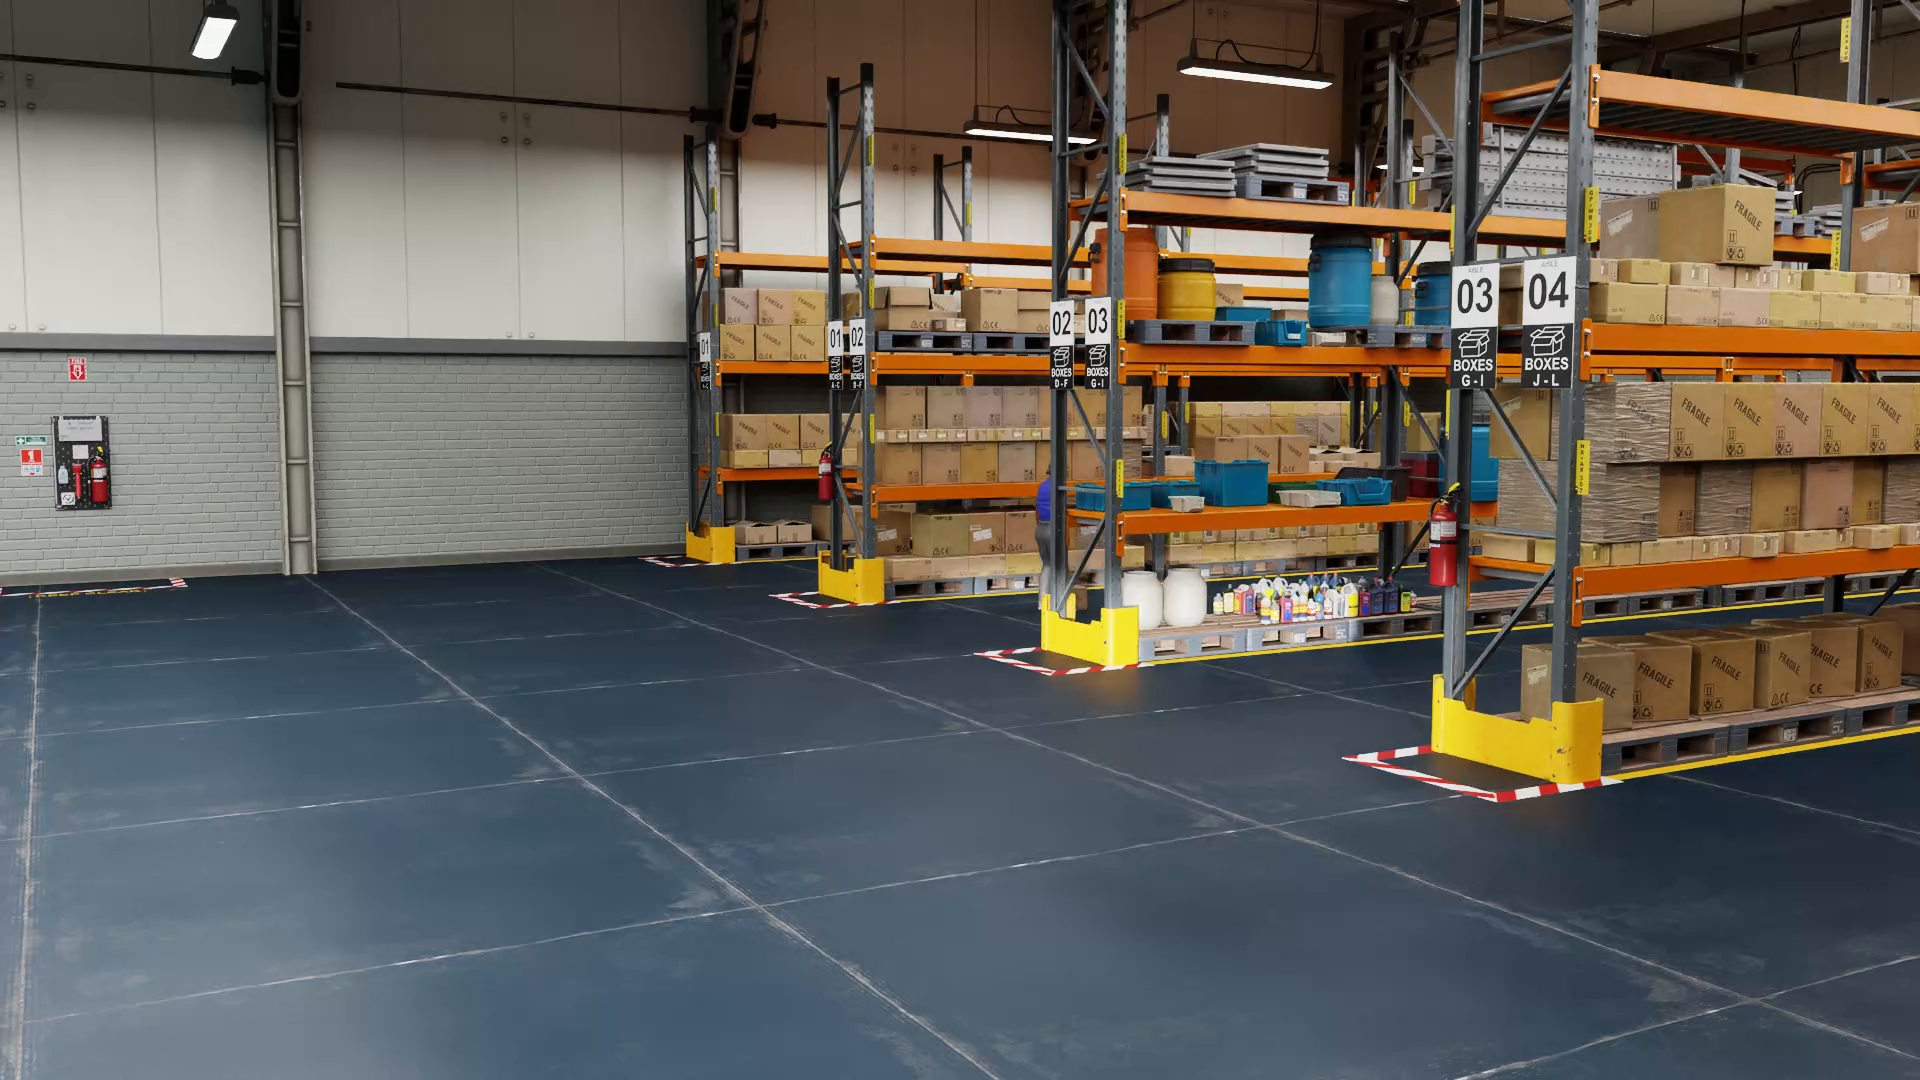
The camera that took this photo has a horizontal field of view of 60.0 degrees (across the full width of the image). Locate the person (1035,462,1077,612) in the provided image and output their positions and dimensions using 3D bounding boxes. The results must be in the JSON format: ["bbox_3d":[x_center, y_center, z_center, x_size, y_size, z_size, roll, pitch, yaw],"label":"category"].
[{"bbox_3d":[1.019,-0.050,18.089,0.350,1.653,0.527,-3,6,-32],"label":"person"}]
